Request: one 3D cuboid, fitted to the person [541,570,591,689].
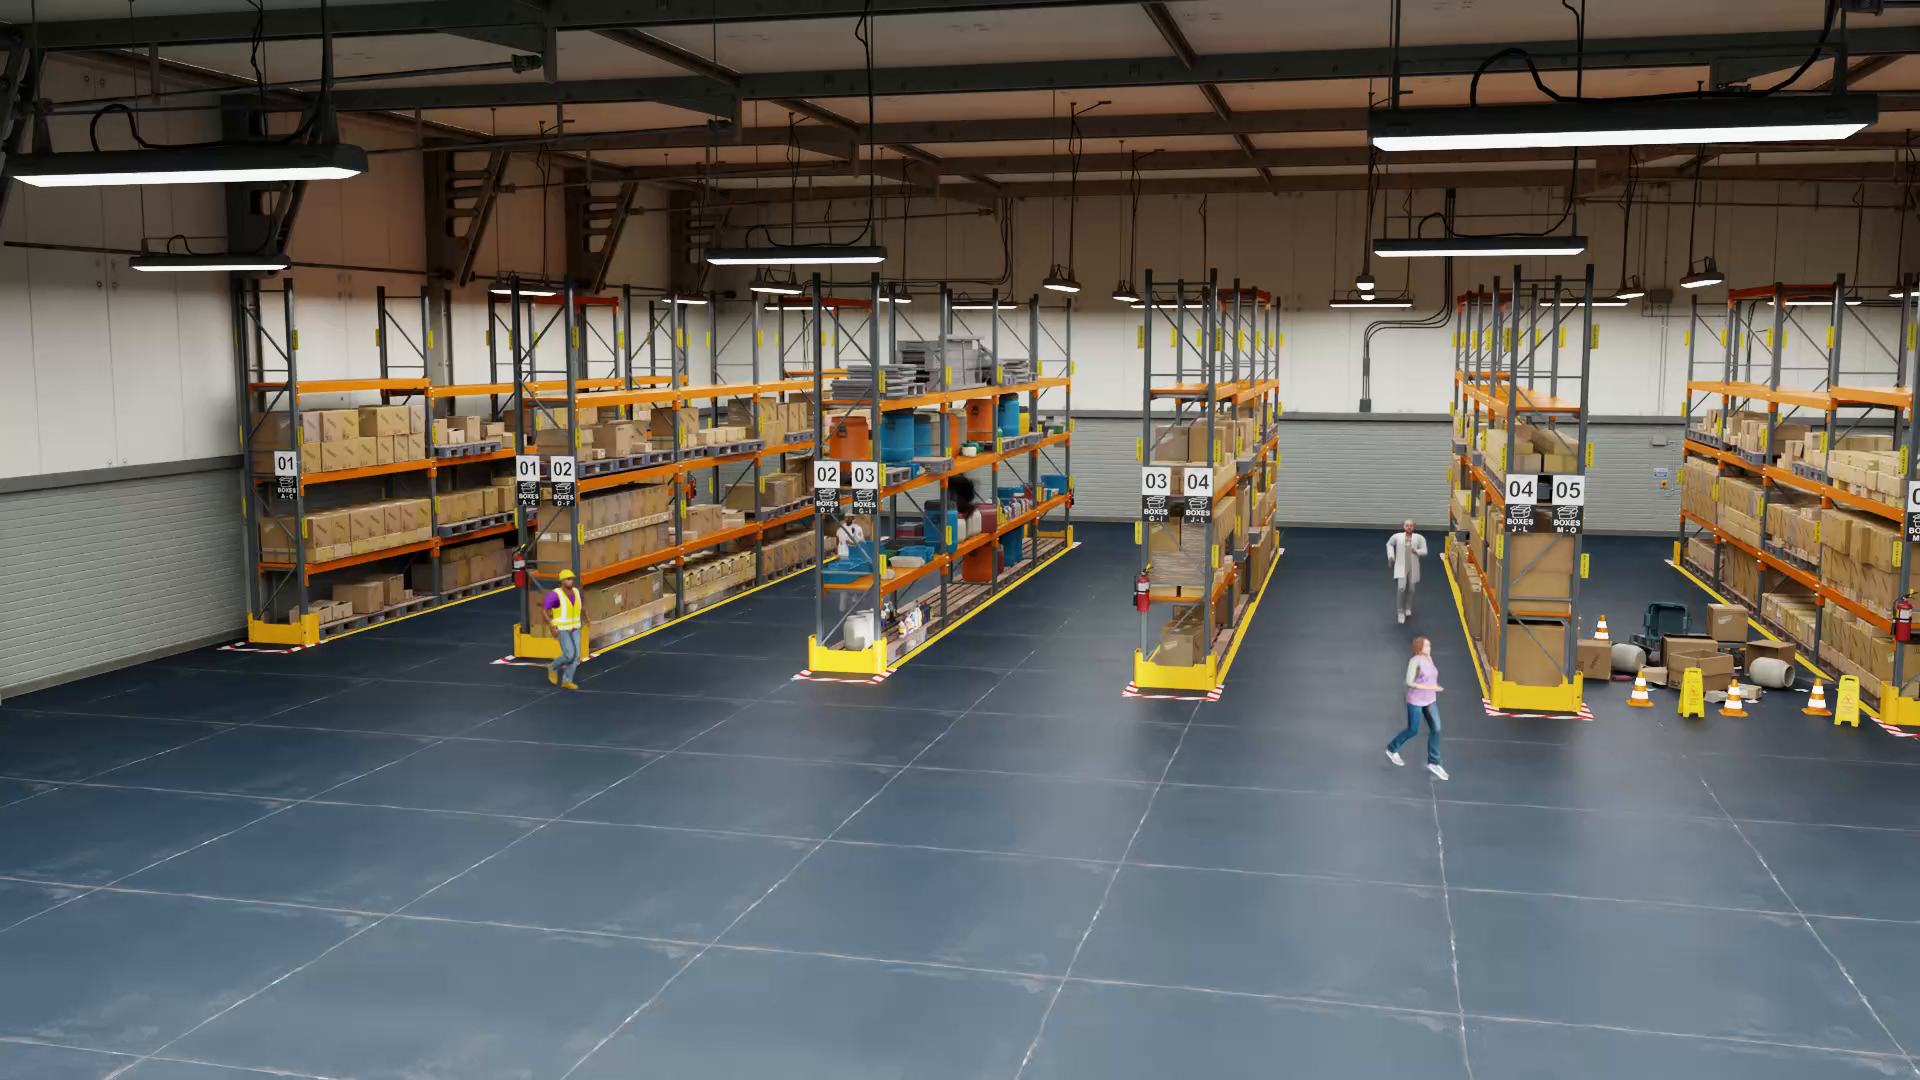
[{"bbox_3d":[-5.658,1.281,23.971,0.577,1.734,0.715,5,9,38],"label":"person"}]

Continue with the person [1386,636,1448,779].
[{"bbox_3d":[5.308,1.908,19.253,0.545,1.631,0.800,-5,9,-37],"label":"person"}]

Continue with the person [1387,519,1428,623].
[{"bbox_3d":[8.015,0.549,29.818,0.672,1.848,0.855,1,7,8],"label":"person"}]

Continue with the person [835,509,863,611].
[{"bbox_3d":[-1.979,0.337,29.610,0.546,1.796,0.720,1,7,5],"label":"person"}]
